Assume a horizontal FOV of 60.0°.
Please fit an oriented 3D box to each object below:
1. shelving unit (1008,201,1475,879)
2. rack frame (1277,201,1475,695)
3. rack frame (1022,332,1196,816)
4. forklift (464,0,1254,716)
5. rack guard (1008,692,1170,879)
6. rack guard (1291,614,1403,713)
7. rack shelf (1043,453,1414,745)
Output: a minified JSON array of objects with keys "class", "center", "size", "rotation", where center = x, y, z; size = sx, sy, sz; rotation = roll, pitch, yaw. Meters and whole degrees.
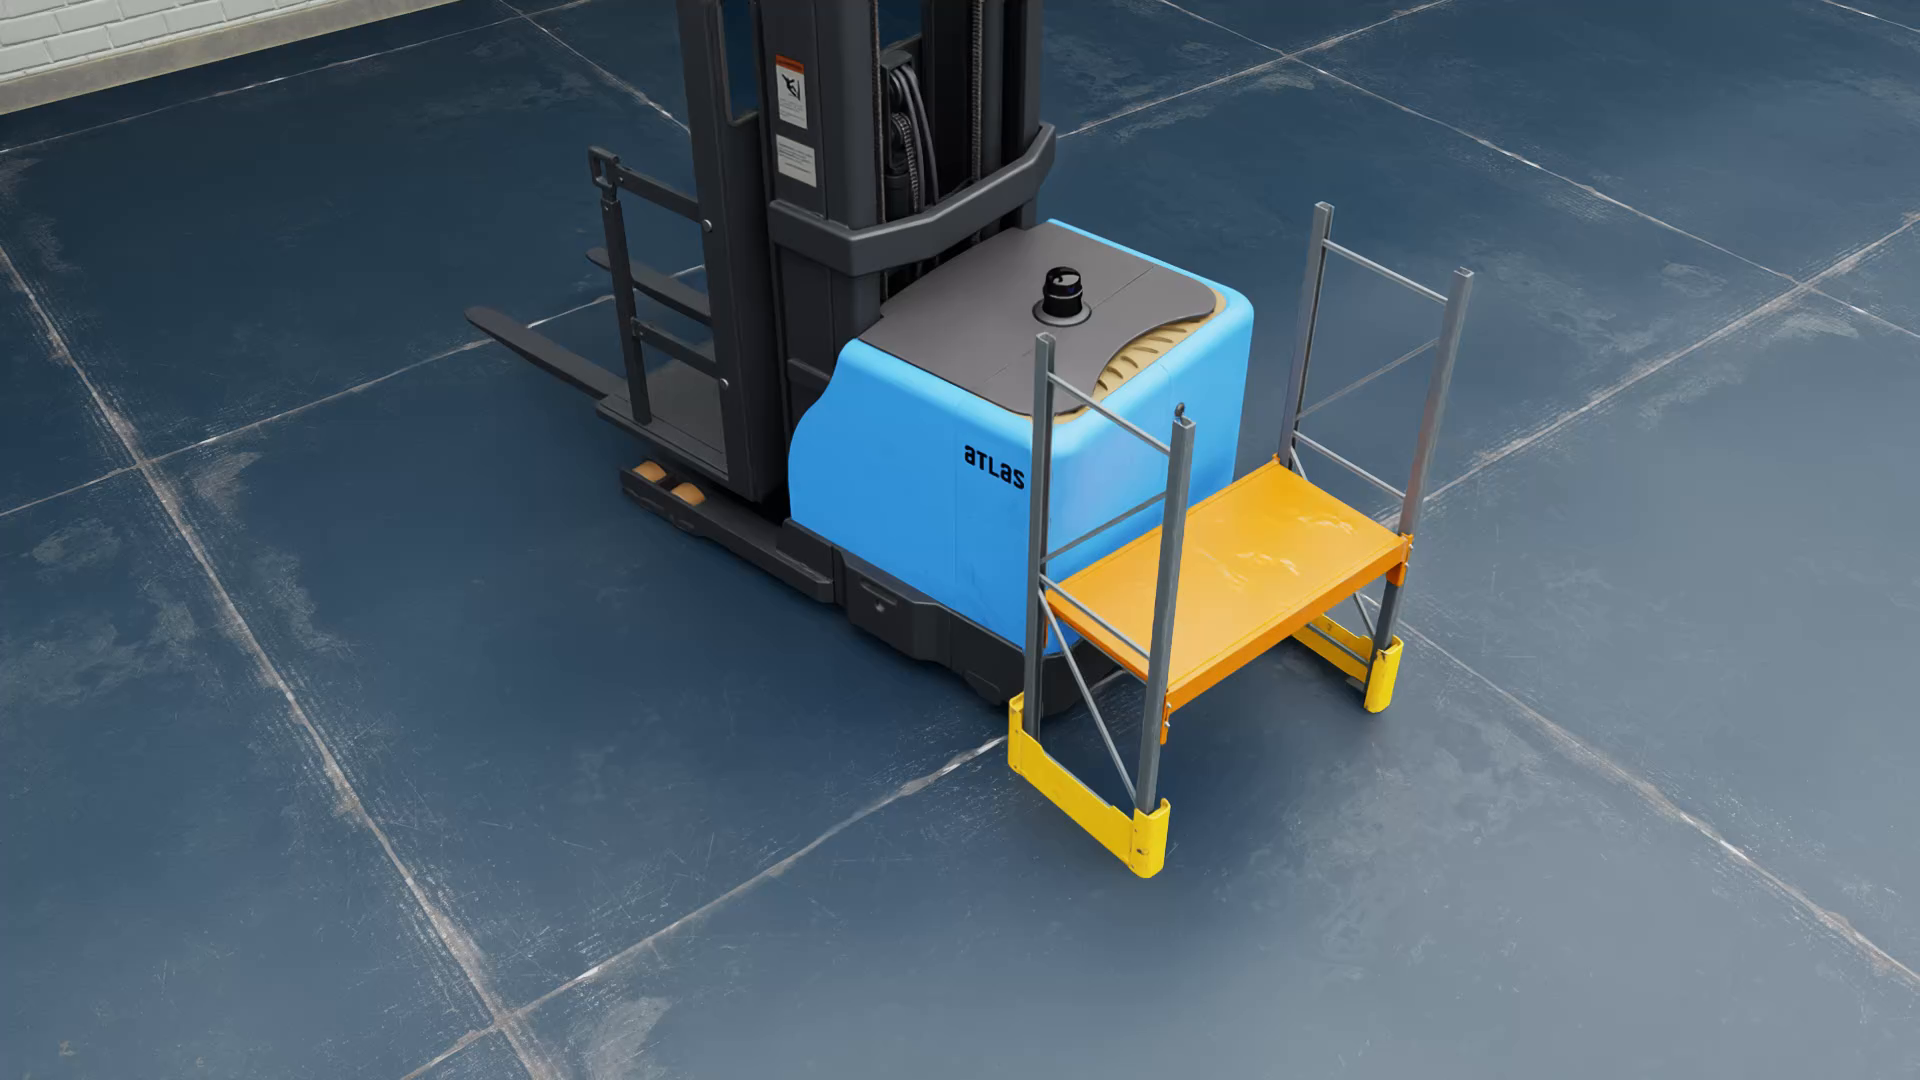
[{"class":"shelving unit","center":[0.735,0.001,4.566],"size":[1.083,1.500,0.587],"rotation":[-28,47,-30]},{"class":"rack frame","center":[1.130,-0.210,4.824],"size":[0.032,1.500,0.500],"rotation":[-28,47,-30]},{"class":"rack frame","center":[0.353,0.206,4.317],"size":[0.032,1.500,0.500],"rotation":[-28,47,-30]},{"class":"forklift","center":[-0.561,-1.393,5.137],"size":[3.031,2.935,1.130],"rotation":[28,47,30]},{"class":"rack guard","center":[0.354,0.688,4.714],"size":[0.087,0.250,0.587],"rotation":[-28,47,-30]},{"class":"rack guard","center":[1.115,0.281,5.211],"size":[0.087,0.250,0.587],"rotation":[-28,47,-30]},{"class":"rack shelf","center":[0.742,0.137,4.684],"size":[1.000,0.185,0.538],"rotation":[-28,47,-30]}]
